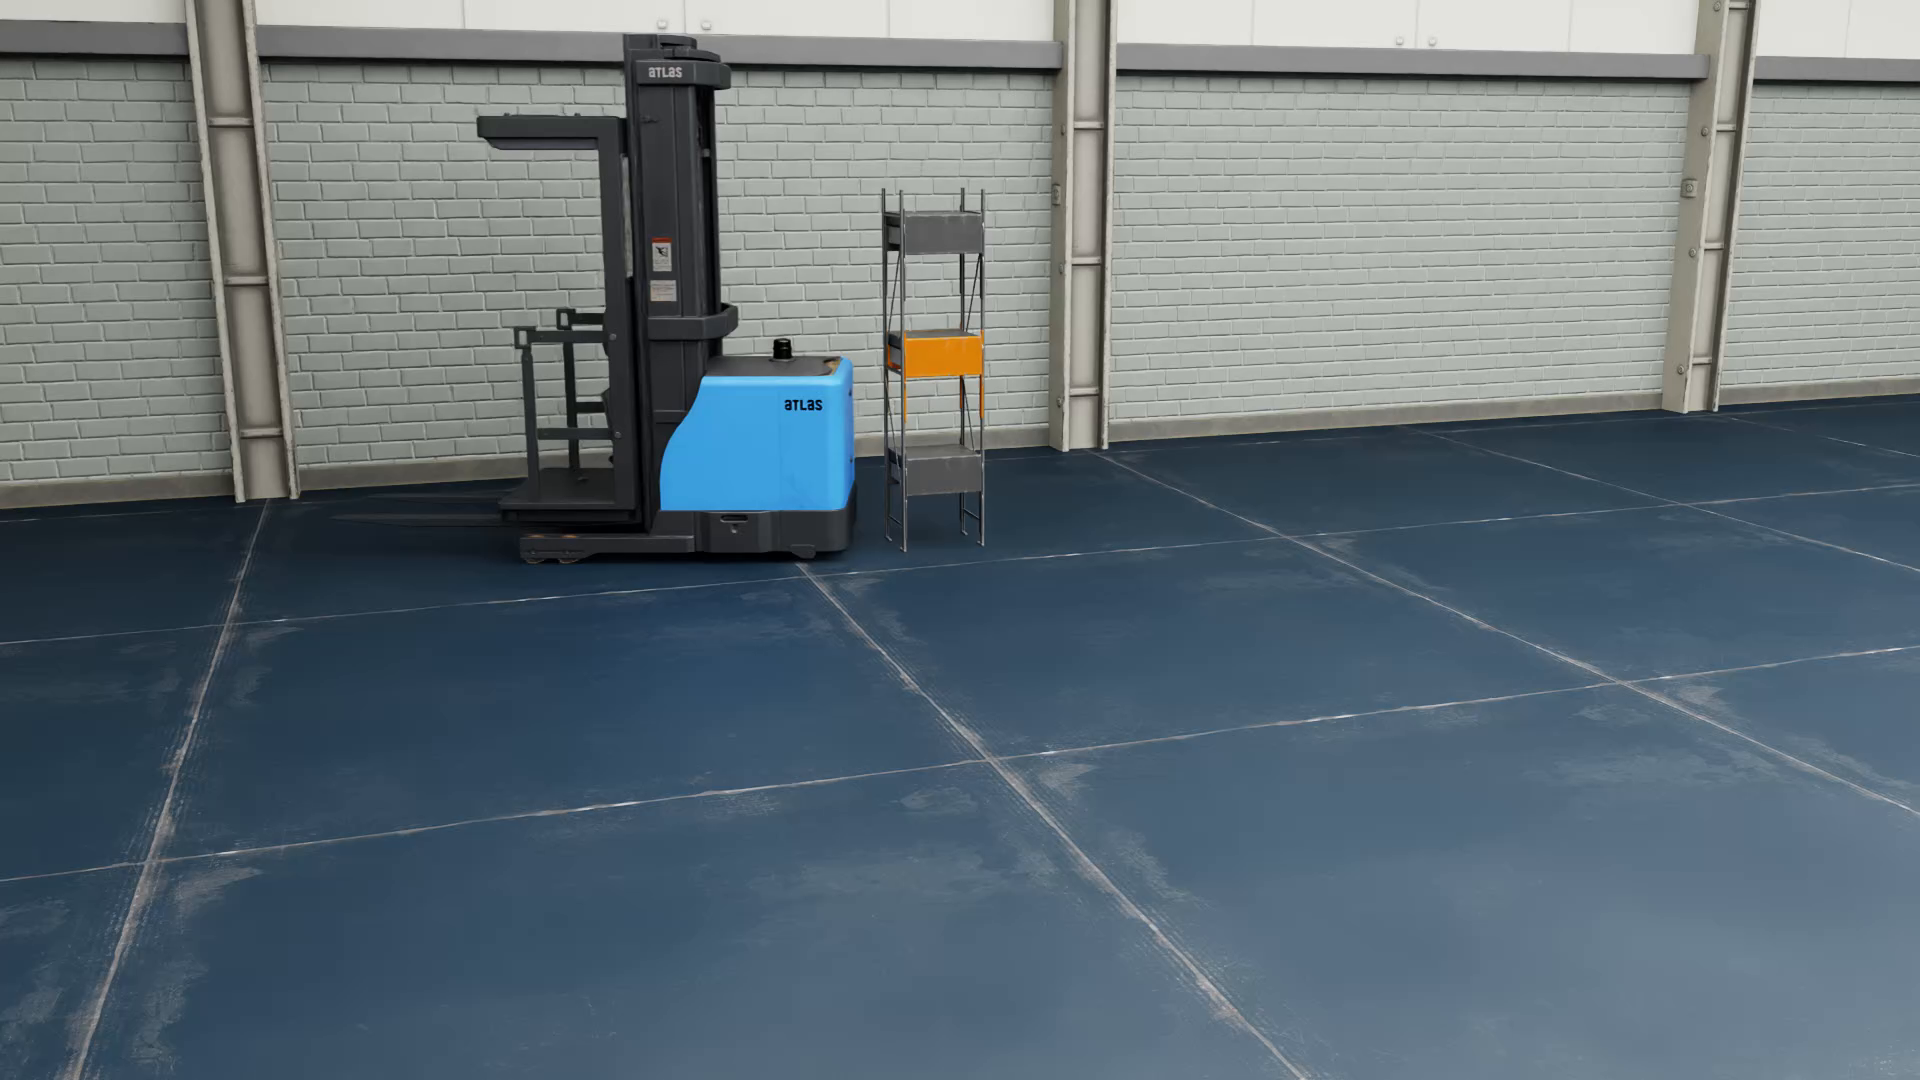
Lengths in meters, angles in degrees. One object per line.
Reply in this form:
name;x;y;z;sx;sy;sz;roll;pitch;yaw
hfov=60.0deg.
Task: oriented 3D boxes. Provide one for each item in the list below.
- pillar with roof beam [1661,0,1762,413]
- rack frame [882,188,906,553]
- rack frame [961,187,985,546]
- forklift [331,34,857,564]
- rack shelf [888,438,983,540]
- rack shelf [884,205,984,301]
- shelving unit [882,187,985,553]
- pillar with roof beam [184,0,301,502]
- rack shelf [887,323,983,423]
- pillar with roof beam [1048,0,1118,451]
pillar with roof beam;8.002;-4.621;10.123;0.400;9.000;9.100;-4;14;-18
rack frame;-0.388;-0.991;9.773;0.015;2.100;0.400;-4;14;-18
rack frame;0.074;-1.027;9.924;0.015;2.100;0.400;-4;14;-18
forklift;-2.163;-1.412;9.743;3.031;2.935;1.130;0;13;0
rack shelf;-0.157;-0.315;10.014;0.480;0.518;0.431;-4;14;-18
rack shelf;-0.157;-1.677;9.690;0.480;0.518;0.431;-4;14;-18
shelving unit;-0.157;-1.009;9.848;0.503;2.100;0.431;-4;14;-18
pillar with roof beam;-3.371;-3.735;6.399;0.400;9.000;9.100;-4;14;-18
rack shelf;-0.157;-0.996;9.852;0.480;0.518;0.431;-4;14;-18
pillar with roof beam;2.316;-4.178;8.261;0.400;9.000;9.100;-4;14;-18
